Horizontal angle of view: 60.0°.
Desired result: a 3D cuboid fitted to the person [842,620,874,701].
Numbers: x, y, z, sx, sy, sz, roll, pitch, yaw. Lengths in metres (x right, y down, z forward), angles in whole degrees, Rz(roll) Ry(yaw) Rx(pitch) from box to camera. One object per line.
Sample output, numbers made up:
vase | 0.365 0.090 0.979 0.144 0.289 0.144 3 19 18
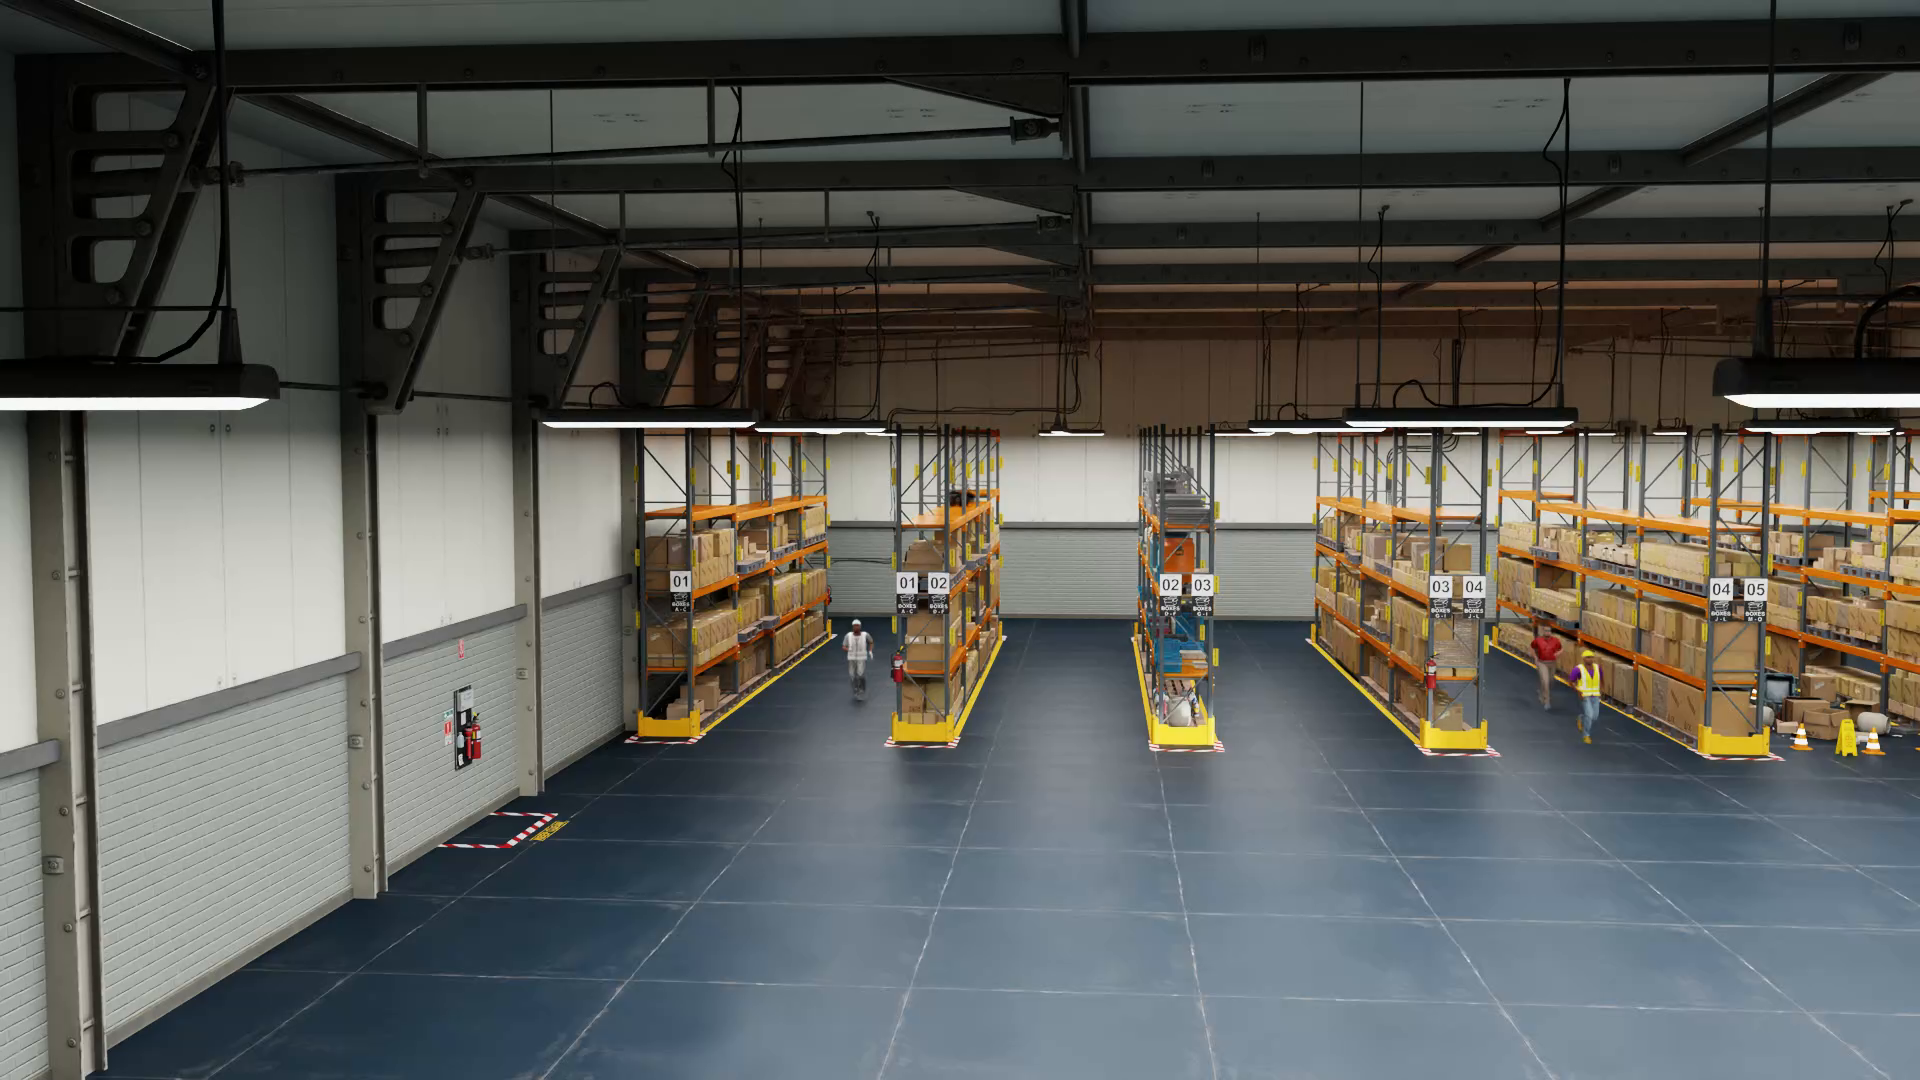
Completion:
person | -2.235 2.625 36.202 0.657 1.775 0.689 0 3 5

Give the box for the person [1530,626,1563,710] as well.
person | 12.547 2.703 35.540 0.646 1.749 0.913 0 3 3

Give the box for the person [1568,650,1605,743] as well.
person | 11.874 2.946 31.549 0.704 1.750 0.650 0 3 -6

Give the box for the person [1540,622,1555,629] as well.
person | 16.910 2.065 47.633 0.563 1.535 0.582 -1 4 -17
